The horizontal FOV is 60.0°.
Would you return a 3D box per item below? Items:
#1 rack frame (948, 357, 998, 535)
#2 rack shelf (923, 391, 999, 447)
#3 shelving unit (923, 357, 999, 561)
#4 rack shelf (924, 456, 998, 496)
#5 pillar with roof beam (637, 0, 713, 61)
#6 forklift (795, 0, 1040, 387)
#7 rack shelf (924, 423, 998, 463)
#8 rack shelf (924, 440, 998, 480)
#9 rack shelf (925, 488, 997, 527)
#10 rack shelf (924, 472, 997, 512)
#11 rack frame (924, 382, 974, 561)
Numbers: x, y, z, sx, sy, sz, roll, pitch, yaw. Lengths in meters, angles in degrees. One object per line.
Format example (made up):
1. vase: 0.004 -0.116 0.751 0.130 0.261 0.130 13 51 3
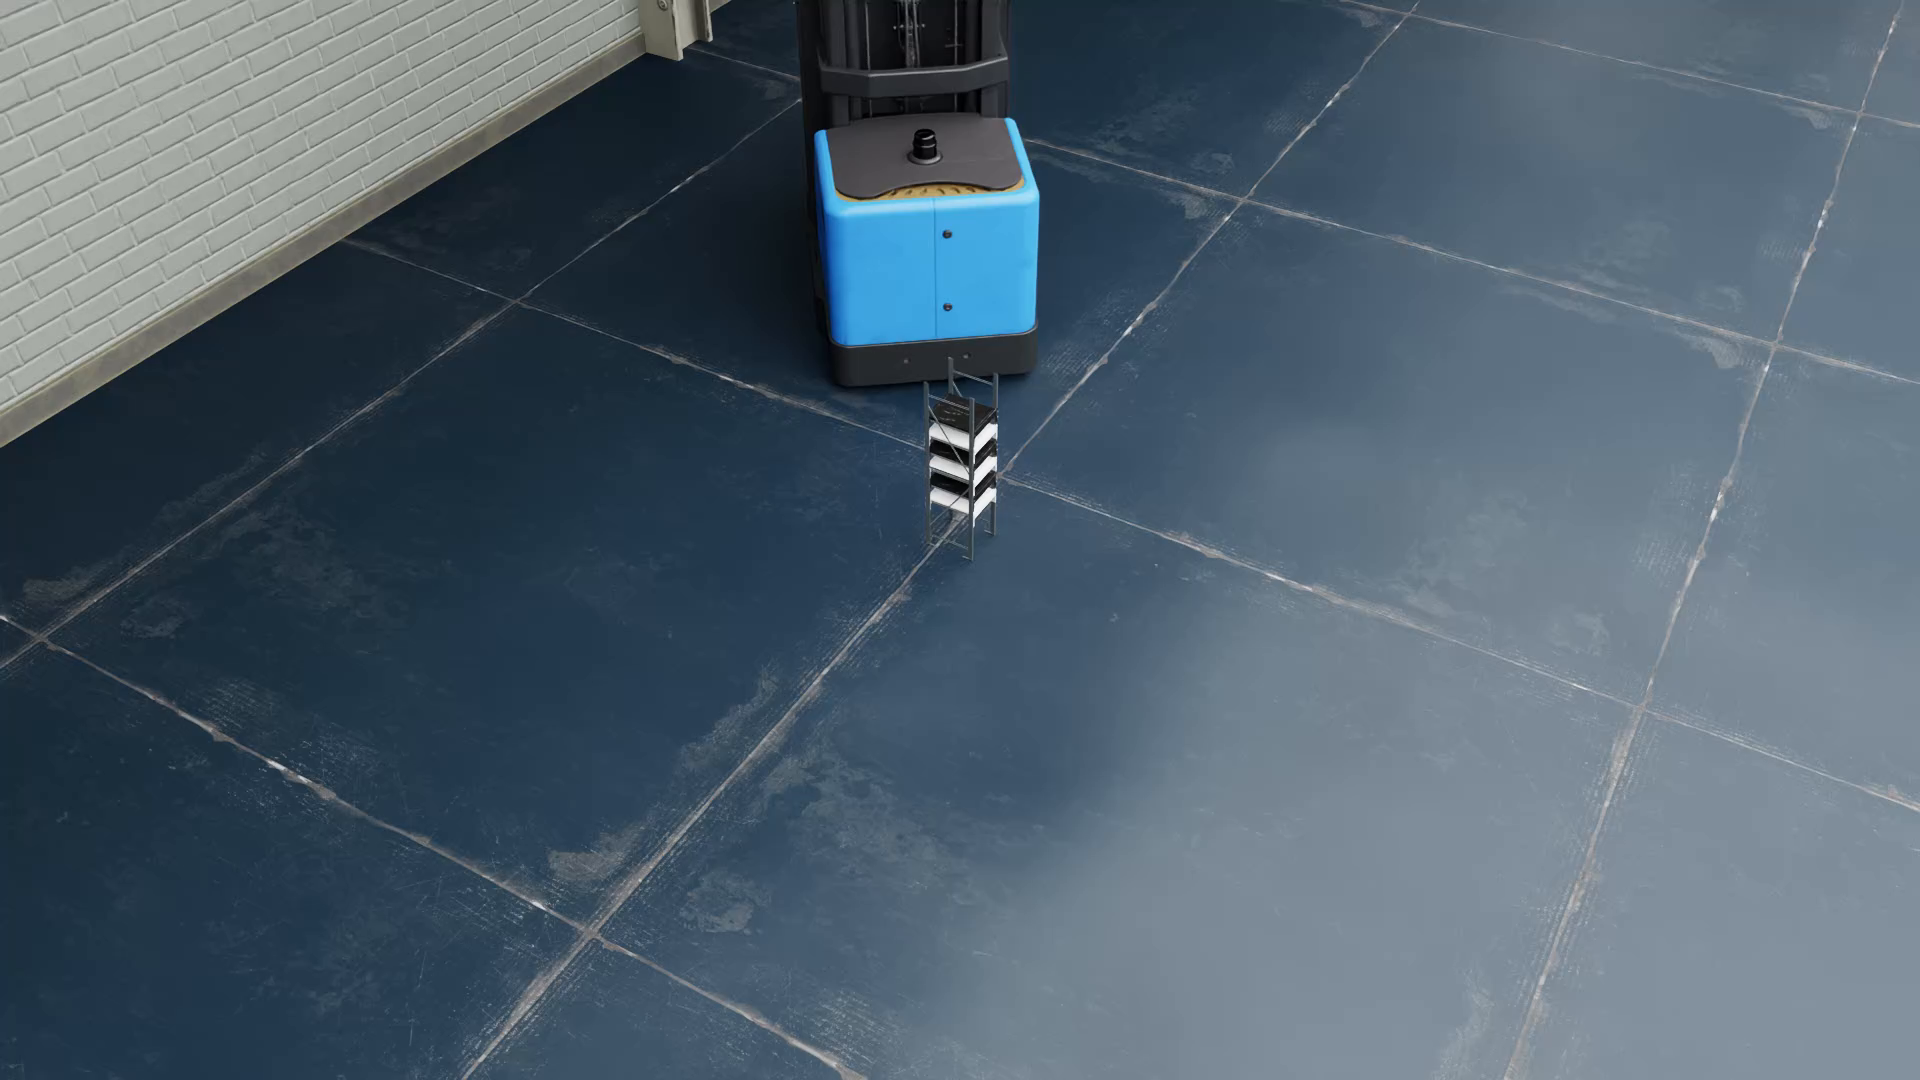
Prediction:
1. rack frame: 0.055 -0.401 7.339 0.240 0.900 0.006 21 45 22
2. rack shelf: 0.004 -0.520 7.117 0.258 0.077 0.200 21 45 22
3. shelving unit: 0.004 -0.342 7.273 0.258 0.900 0.210 21 45 22
4. rack shelf: 0.004 -0.317 7.295 0.258 0.077 0.200 21 45 22
5. pillar with roof beam: 1.790 -5.358 6.840 9.100 9.000 0.400 21 45 22
6. forklift: -0.317 -2.842 8.576 1.130 2.935 3.031 -5 42 -6
7. rack shelf: 0.004 -0.452 7.176 0.258 0.077 0.200 21 45 22
8. rack shelf: 0.004 -0.385 7.236 0.258 0.077 0.200 21 45 22
9. rack shelf: 0.004 -0.182 7.414 0.258 0.077 0.200 21 45 22
10. rack shelf: 0.004 -0.250 7.355 0.258 0.077 0.200 21 45 22
11. rack frame: -0.047 -0.284 7.207 0.240 0.900 0.006 21 45 22
